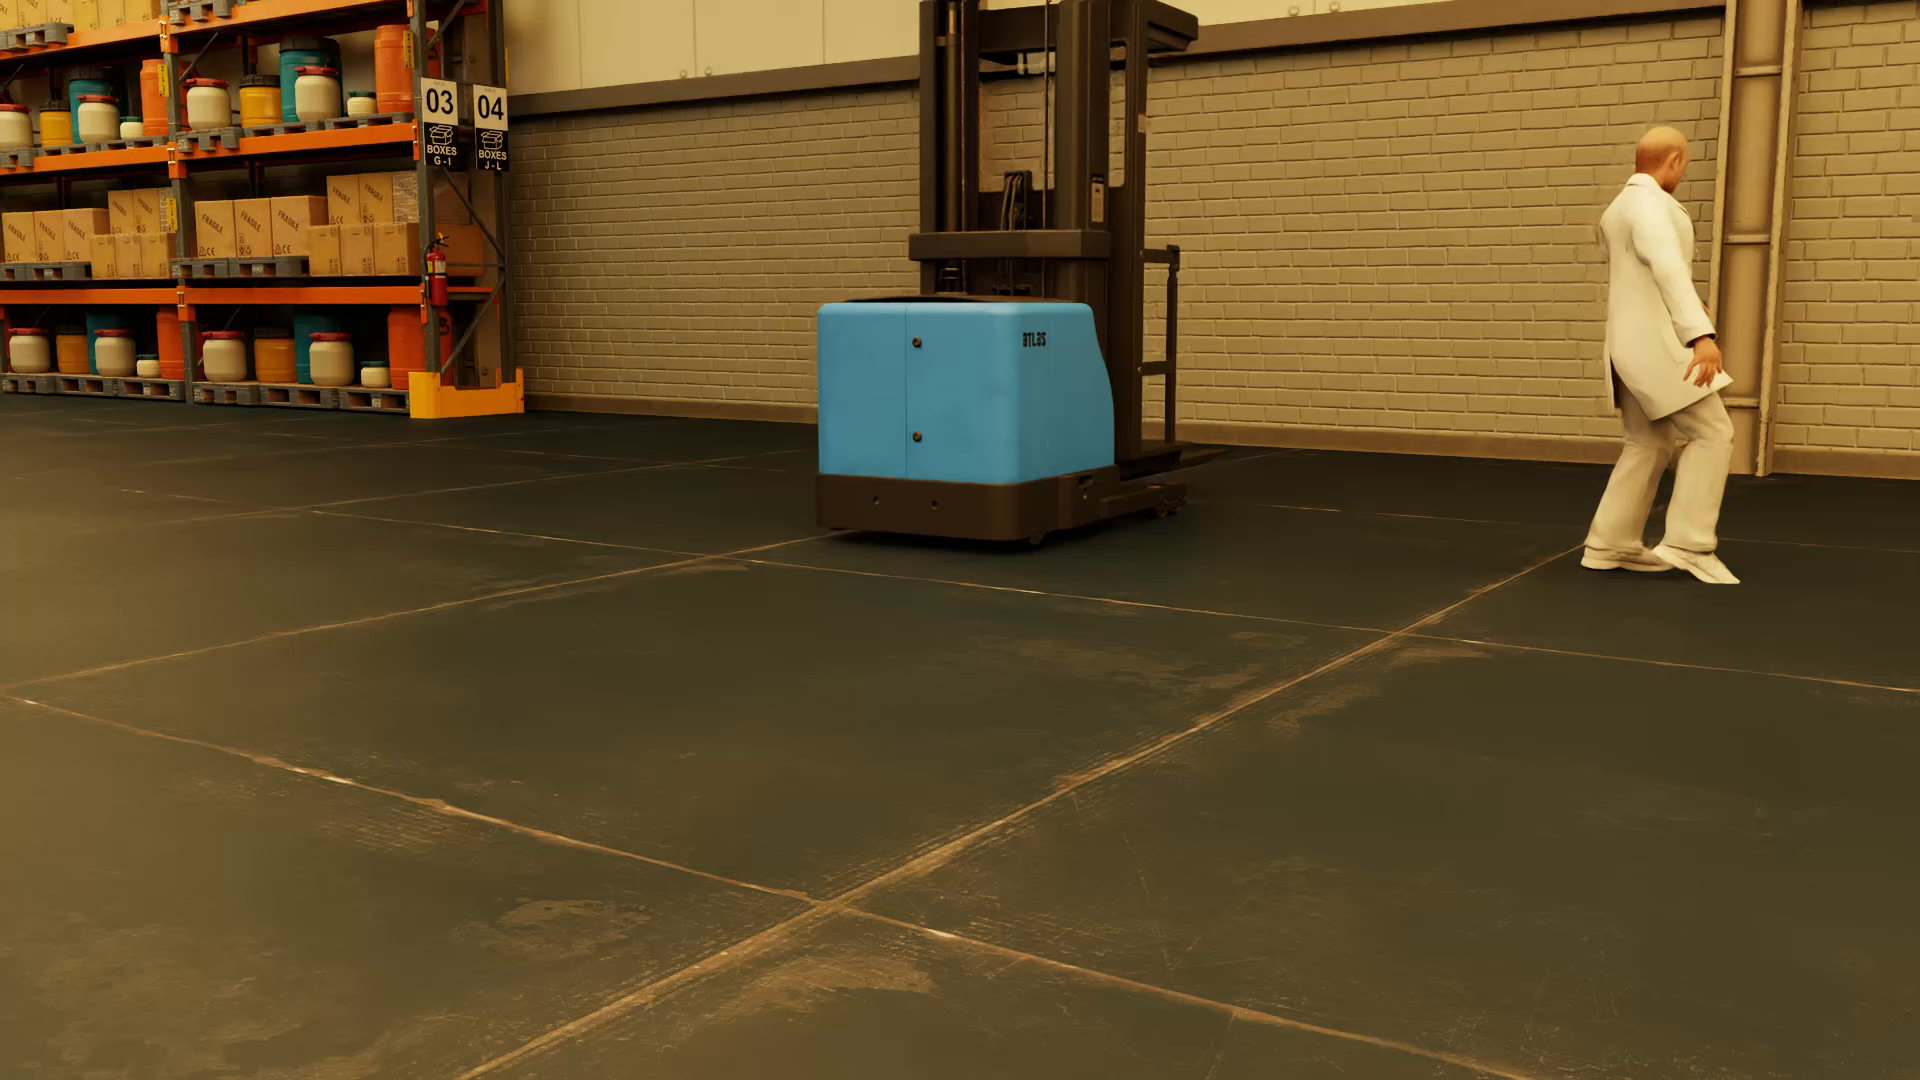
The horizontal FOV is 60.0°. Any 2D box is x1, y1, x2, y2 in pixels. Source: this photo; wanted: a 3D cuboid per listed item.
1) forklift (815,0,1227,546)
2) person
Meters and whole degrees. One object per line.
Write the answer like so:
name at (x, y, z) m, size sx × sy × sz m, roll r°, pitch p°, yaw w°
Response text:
forklift at (0.515, -1.592, 8.385) m, size 1.130 × 2.935 × 3.031 m, roll 5°, pitch 9°, yaw 30°
person at (2.801, -0.708, 6.559) m, size 0.568 × 1.809 × 0.994 m, roll 1°, pitch 8°, yaw 9°
